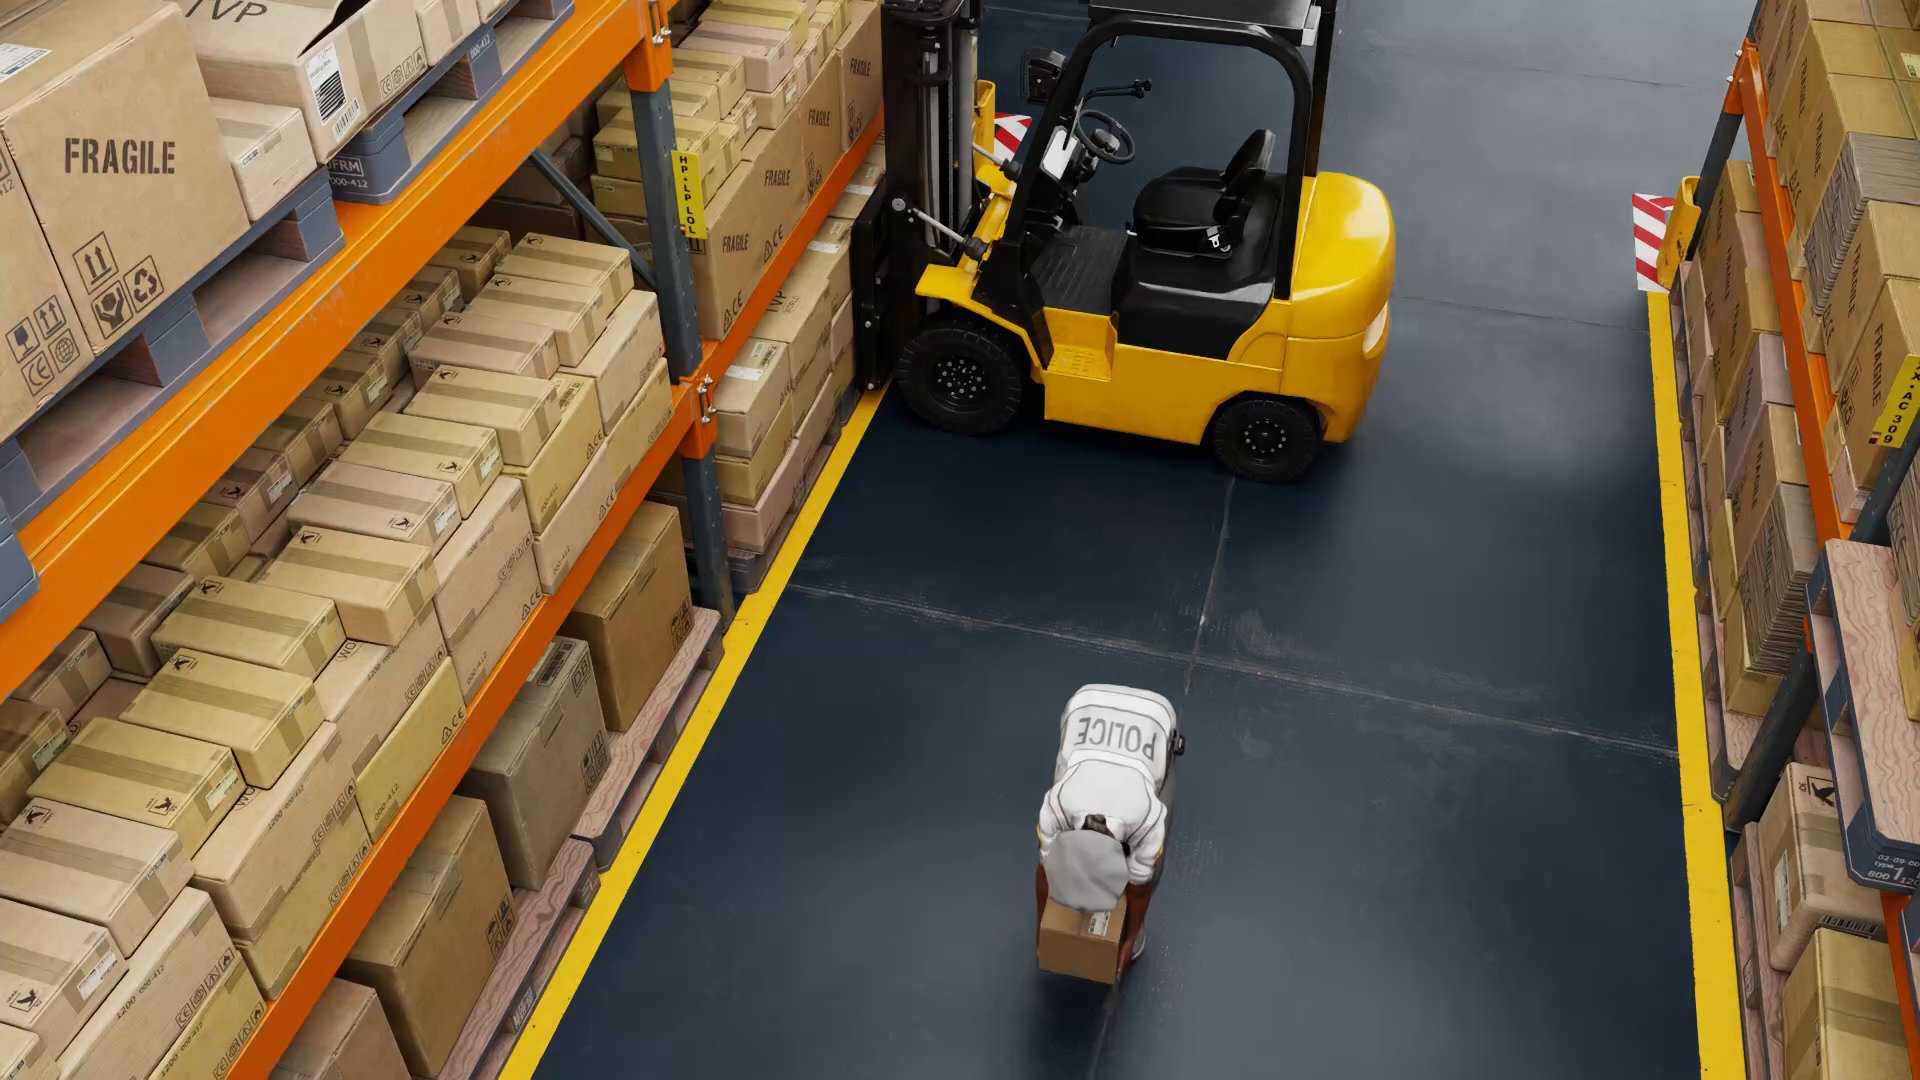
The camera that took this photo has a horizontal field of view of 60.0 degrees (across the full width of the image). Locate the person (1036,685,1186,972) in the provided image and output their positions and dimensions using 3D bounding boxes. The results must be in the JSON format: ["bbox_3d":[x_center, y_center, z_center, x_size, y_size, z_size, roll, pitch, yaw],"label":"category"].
[{"bbox_3d":[0.458,1.052,5.390,0.415,1.100,0.941,9,42,10],"label":"person"}]
